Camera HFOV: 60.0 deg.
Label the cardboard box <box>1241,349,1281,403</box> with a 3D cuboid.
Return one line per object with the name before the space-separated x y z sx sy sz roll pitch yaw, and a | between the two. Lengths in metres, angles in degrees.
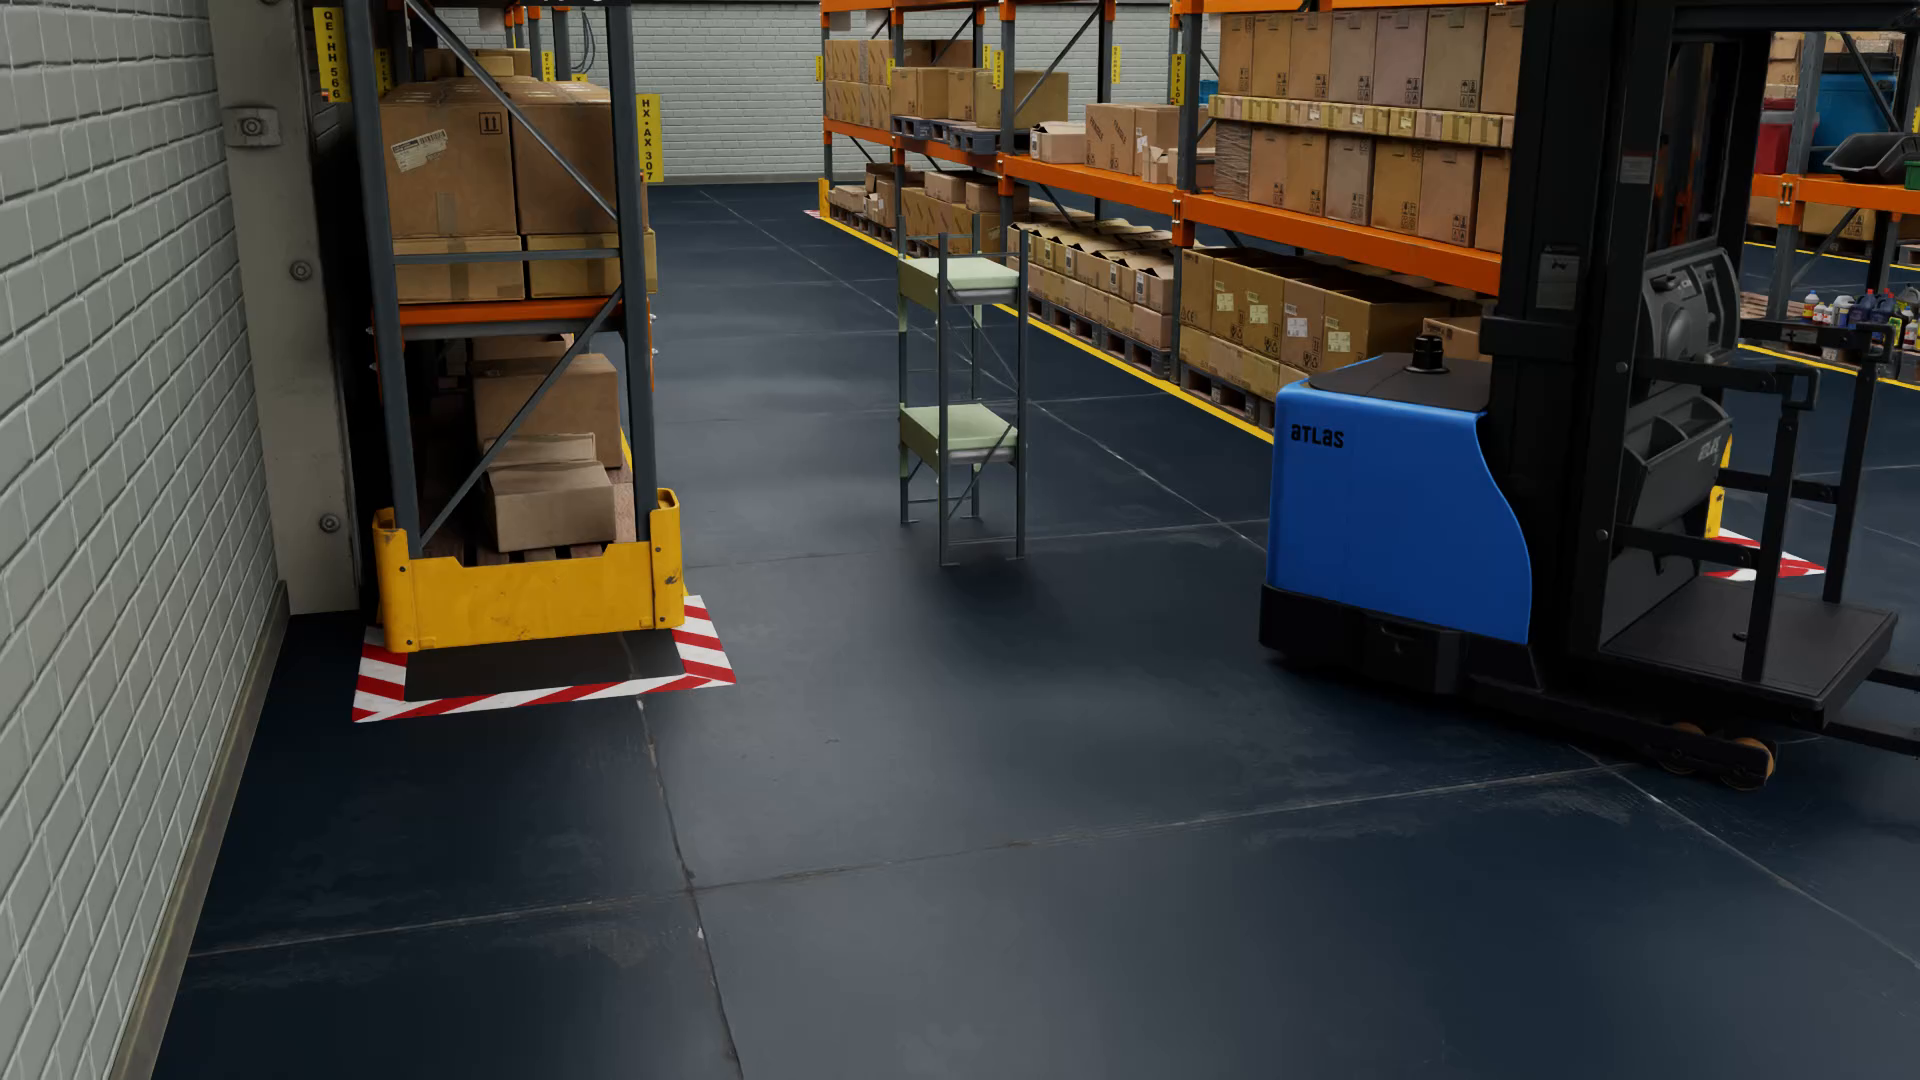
cardboard box | 2.061 -1.018 10.176 0.500 0.250 0.500 -5 17 -15

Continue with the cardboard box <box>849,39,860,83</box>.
cardboard box | -1.045 -5.843 20.277 0.500 0.500 0.500 -5 17 -16

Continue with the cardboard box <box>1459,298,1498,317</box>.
cardboard box | 2.986 -1.004 8.828 0.500 0.500 0.500 -5 17 -15

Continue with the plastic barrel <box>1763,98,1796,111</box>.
plastic barrel | 6.671 -3.301 13.491 0.433 0.535 0.433 0 17 0

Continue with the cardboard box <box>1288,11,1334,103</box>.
cardboard box | 2.365 -2.832 9.737 0.700 0.500 0.500 -5 17 -15

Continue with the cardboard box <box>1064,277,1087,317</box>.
cardboard box | 1.150 -1.962 13.319 0.500 0.250 0.500 -4 17 -14

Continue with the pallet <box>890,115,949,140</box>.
pallet | -0.124 -4.455 17.902 1.003 0.211 1.213 -5 17 -15

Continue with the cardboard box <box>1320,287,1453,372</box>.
cardboard box | 2.337 -1.101 9.148 0.500 0.500 0.500 -5 17 -15

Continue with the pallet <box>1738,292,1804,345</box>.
pallet | 6.470 -1.833 13.686 1.003 0.211 1.213 -5 17 -15

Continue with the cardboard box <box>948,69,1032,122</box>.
cardboard box | 0.306 -4.541 16.953 0.700 0.500 0.500 -10 19 -29

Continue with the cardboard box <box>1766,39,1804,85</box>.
cardboard box | 9.834 -5.549 19.294 0.797 0.503 0.637 -4 17 -13

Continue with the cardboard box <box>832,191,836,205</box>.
cardboard box | -1.485 -4.524 21.960 0.380 0.166 0.250 -5 17 -15

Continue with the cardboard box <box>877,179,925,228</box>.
cardboard box | -0.668 -3.925 19.385 0.500 0.500 0.500 -5 17 -15

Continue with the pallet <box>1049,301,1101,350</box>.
pallet | 1.381 -1.767 13.467 1.003 0.211 1.213 -5 17 -15

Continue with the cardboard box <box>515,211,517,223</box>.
cardboard box | -1.688 -1.305 7.307 0.500 0.250 0.500 -5 18 -17

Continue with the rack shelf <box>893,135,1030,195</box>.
rack shelf | 0.311 -3.878 16.900 1.077 0.370 4.000 -5 17 -15

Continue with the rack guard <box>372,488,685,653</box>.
rack guard | -1.724 0.112 6.711 1.175 0.500 0.348 -5 17 -15

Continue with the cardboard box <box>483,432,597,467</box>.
cardboard box | -1.963 -0.343 7.790 0.500 0.311 0.500 -3 17 -11

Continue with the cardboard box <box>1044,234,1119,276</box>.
cardboard box | 1.013 -2.369 13.698 0.500 0.311 0.500 -5 17 -17

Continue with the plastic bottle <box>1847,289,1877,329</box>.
plastic bottle | 6.546 -1.640 12.037 0.144 0.351 0.185 -4 17 -14

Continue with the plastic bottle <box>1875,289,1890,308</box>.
plastic bottle | 6.685 -1.651 12.075 0.144 0.351 0.185 -5 17 -15

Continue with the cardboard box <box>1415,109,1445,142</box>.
cardboard box | 2.560 -2.119 8.491 0.380 0.149 0.250 -4 17 -15

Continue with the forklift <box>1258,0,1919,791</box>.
forklift | 2.606 -0.777 5.443 3.031 2.935 1.130 13 21 38

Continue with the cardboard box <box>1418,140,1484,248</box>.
cardboard box | 2.794 -1.780 8.490 0.700 0.500 0.500 -4 17 -14

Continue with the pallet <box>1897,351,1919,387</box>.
pallet | 7.207 -1.091 11.218 1.003 0.211 1.213 -5 17 -15

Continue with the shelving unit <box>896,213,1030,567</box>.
shelving unit | 0.002 -0.716 7.730 0.431 1.500 0.755 -5 17 -15

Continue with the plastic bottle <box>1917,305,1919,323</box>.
plastic bottle | 7.095 -1.633 12.145 0.152 0.276 0.135 -5 17 -15

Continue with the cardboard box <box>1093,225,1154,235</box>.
cardboard box | 1.390 -2.554 14.315 0.500 0.311 0.500 -5 17 -16

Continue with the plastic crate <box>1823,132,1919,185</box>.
plastic crate | 6.745 -2.769 12.065 0.767 0.338 0.504 -5 17 -15

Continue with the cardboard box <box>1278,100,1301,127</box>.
cardboard box | 2.129 -2.550 9.925 0.380 0.149 0.250 -5 18 -17

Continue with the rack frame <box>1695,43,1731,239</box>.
rack frame | 3.059 -1.457 7.588 1.000 3.000 0.127 -5 17 -15

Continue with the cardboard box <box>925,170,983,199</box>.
cardboard box | -0.065 -3.719 17.397 0.500 0.250 0.500 -5 17 -15

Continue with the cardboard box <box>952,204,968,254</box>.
cardboard box | 0.236 -3.067 16.528 0.500 0.500 0.500 -5 18 -17

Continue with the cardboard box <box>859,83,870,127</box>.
cardboard box | -0.909 -5.227 19.964 0.500 0.500 0.500 -4 17 -14

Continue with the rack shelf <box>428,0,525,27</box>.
rack shelf | -5.550 -6.029 18.845 1.077 0.370 4.000 -5 17 -15

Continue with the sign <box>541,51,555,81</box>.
sign | -3.382 -3.839 13.644 0.100 0.325 0.005 -5 17 -15

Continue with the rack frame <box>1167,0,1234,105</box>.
rack frame | 3.426 -6.273 23.622 1.000 3.000 0.127 -5 17 -15

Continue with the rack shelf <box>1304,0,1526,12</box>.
rack shelf | 5.075 -5.706 17.769 1.077 0.370 4.000 -5 17 -15

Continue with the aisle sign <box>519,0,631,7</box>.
aisle sign | -1.395 -2.313 5.920 0.394 0.787 0.004 -5 17 -15

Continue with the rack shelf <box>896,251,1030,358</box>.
rack shelf | 0.002 -1.090 7.618 0.431 0.370 0.720 -5 17 -15

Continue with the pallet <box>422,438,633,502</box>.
pallet | -2.245 -0.314 8.631 1.003 0.211 1.213 -5 17 -15

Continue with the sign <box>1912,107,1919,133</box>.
sign | 7.255 -3.127 12.667 0.100 0.325 0.005 -5 17 -15

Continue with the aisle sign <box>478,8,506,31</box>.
aisle sign | -5.831 -6.779 20.786 0.394 0.787 0.004 -5 17 -15

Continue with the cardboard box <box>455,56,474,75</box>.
cardboard box | -3.778 -3.753 13.167 0.380 0.149 0.250 -7 18 -22

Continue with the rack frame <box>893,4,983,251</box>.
rack frame | -0.239 -4.776 18.639 1.000 3.000 0.127 -5 17 -15

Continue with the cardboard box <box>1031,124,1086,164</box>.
cardboard box | 0.920 -3.364 14.093 0.500 0.311 0.500 -5 17 -16

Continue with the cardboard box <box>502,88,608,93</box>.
cardboard box | -1.961 -1.940 8.118 0.500 0.500 0.500 -4 17 -14

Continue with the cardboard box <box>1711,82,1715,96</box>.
cardboard box | 9.312 -5.320 20.276 0.500 0.500 0.500 -5 17 -15

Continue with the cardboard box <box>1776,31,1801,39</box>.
cardboard box | 12.853 -7.553 25.454 0.500 0.500 0.500 -5 17 -16

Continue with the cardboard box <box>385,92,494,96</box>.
cardboard box | -2.312 -1.757 7.511 0.500 0.500 0.500 -5 17 -17
